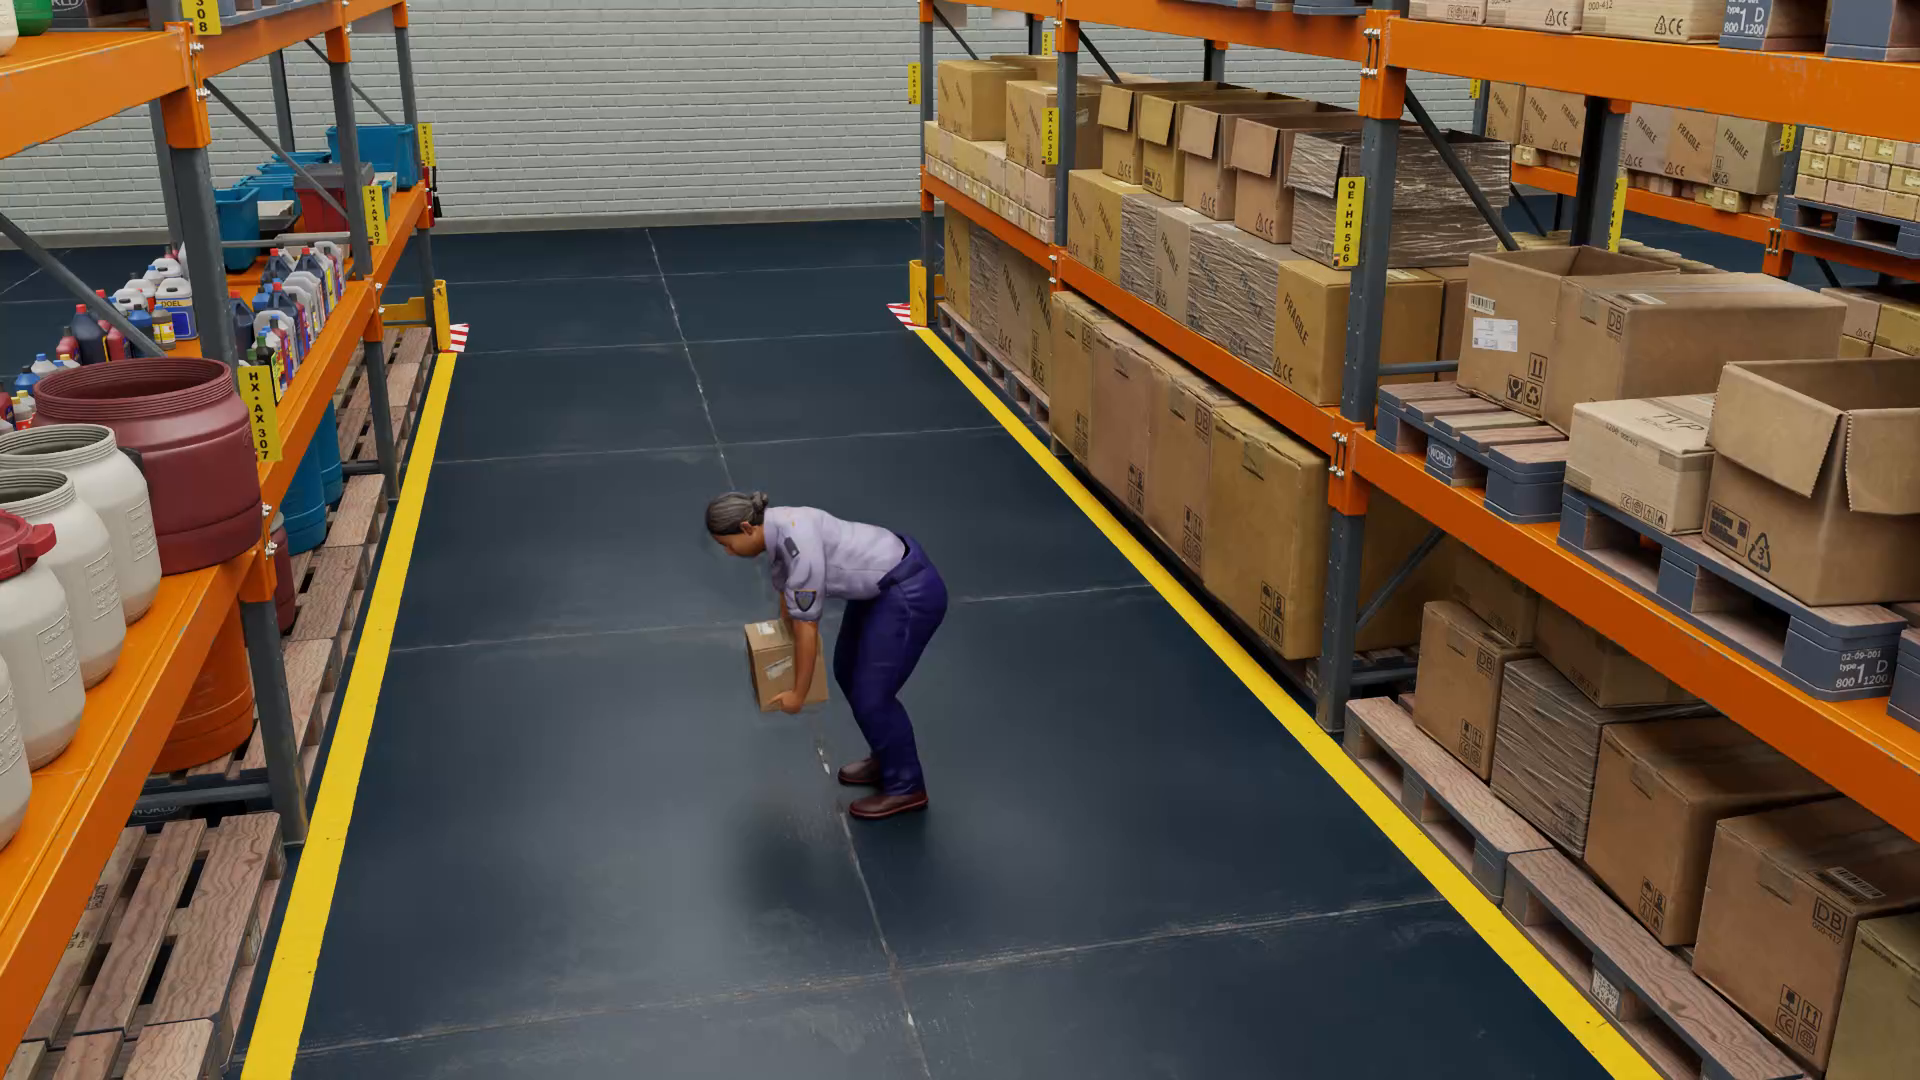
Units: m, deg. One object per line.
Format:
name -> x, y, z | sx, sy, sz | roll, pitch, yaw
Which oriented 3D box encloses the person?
person -> -0.385, 0.420, 6.129 | 0.660, 1.179, 0.459 | -5, 20, -14
